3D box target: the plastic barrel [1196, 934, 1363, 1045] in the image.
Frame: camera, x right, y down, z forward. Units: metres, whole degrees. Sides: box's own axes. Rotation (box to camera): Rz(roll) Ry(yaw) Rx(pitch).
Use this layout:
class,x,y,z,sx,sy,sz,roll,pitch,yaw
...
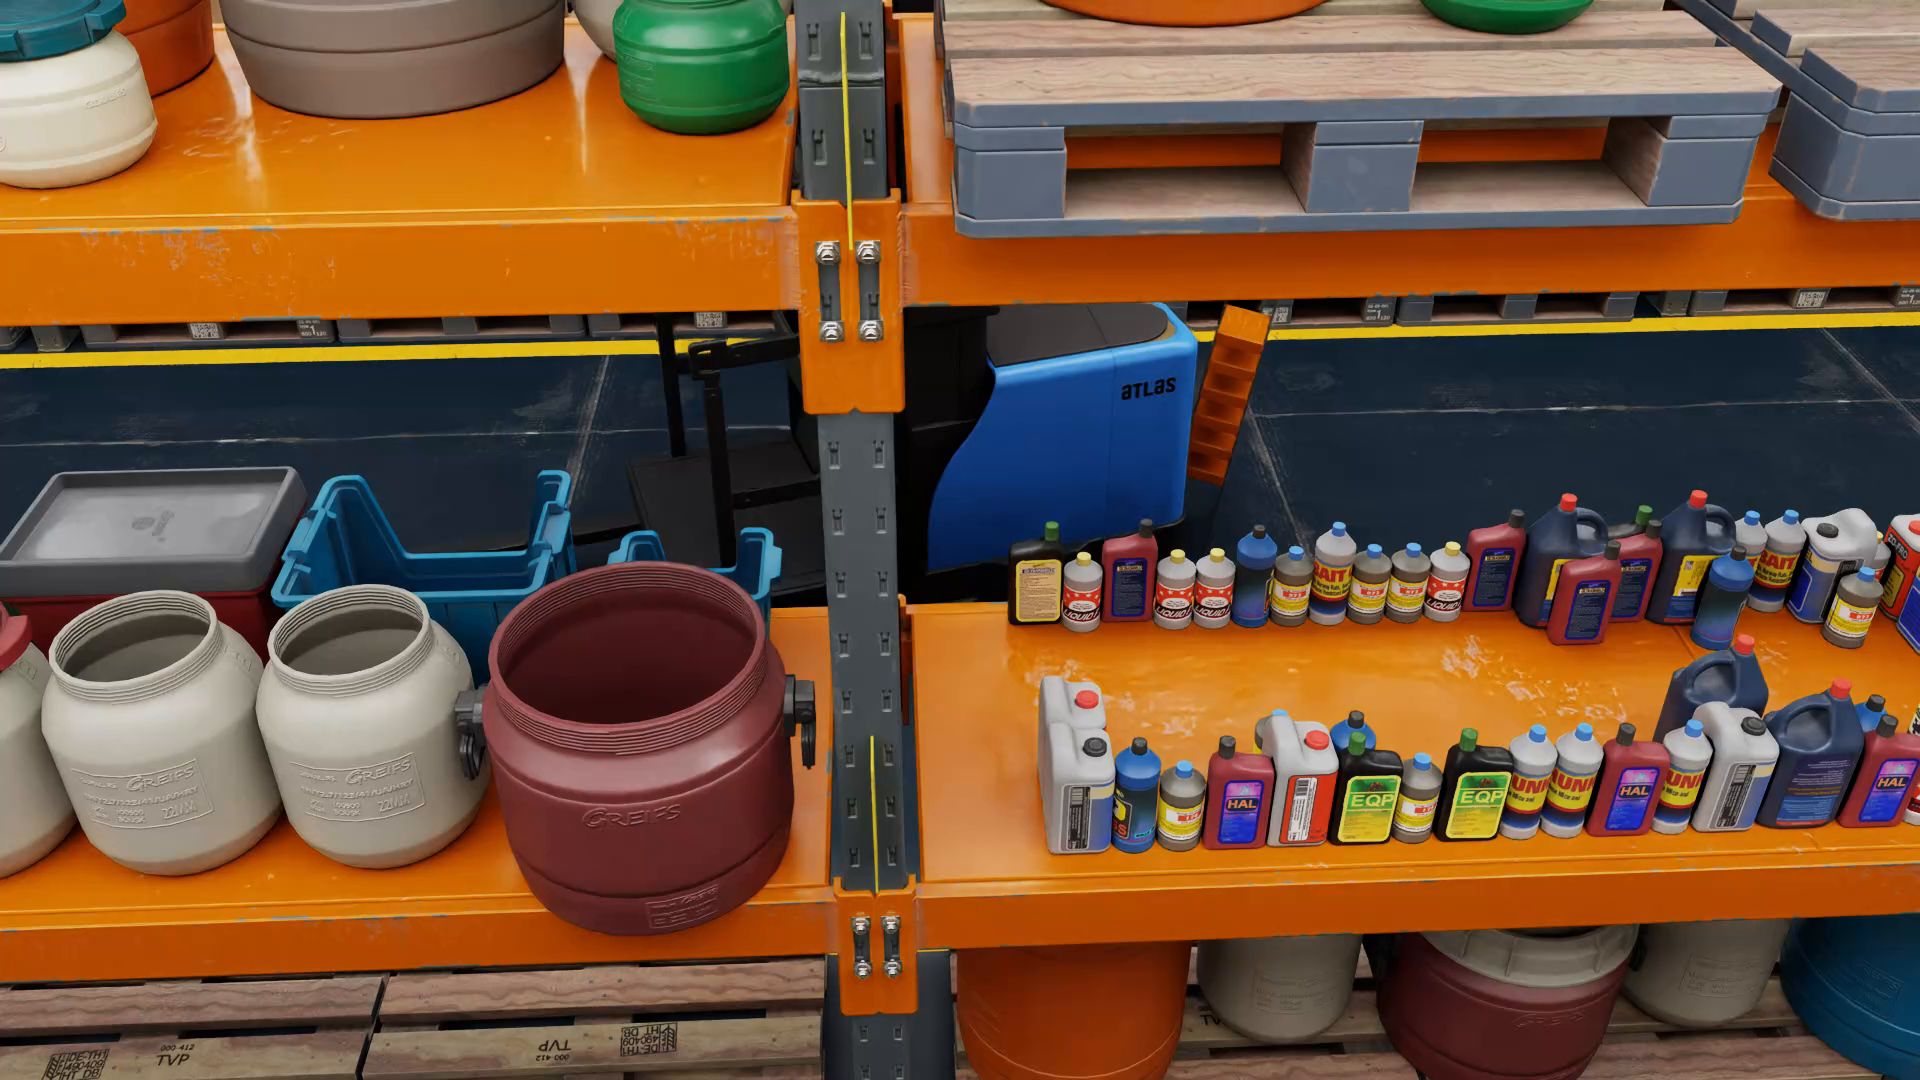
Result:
class,x,y,z,sx,sy,sz,roll,pitch,yaw
plastic barrel,0.850,1.047,4.418,0.421,0.512,0.421,0,35,0

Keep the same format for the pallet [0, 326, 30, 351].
class,x,y,z,sx,sy,sz,roll,pitch,yaw
pallet,-5.220,-1.278,8.411,1.213,0.211,1.003,-2,35,-2

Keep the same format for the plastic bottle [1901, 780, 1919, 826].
class,x,y,z,sx,sy,sz,roll,pitch,yaw
plastic bottle,2.070,0.506,3.557,0.097,0.201,0.097,0,35,0

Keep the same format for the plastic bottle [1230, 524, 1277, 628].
class,x,y,z,sx,sy,sz,roll,pitch,yaw
plastic bottle,0.727,0.081,4.110,0.097,0.271,0.097,0,35,0

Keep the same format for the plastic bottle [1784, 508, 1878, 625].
class,x,y,z,sx,sy,sz,roll,pitch,yaw
plastic bottle,2.161,0.056,4.142,0.135,0.276,0.152,-2,35,-2

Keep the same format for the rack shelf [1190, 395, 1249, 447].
class,x,y,z,sx,sy,sz,roll,pitch,yaw
rack shelf,1.009,-0.488,6.464,0.180,0.103,0.258,17,37,8

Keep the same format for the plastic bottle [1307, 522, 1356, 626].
class,x,y,z,sx,sy,sz,roll,pitch,yaw
plastic bottle,0.922,0.076,4.117,0.097,0.271,0.097,0,35,0

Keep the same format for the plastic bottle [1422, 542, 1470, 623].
class,x,y,z,sx,sy,sz,roll,pitch,yaw
plastic bottle,1.214,0.097,4.149,0.097,0.201,0.097,0,35,0

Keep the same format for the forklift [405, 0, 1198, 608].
class,x,y,z,sx,sy,sz,roll,pitch,yaw
forklift,-0.708,-1.030,5.662,3.031,2.935,1.130,-11,36,-15

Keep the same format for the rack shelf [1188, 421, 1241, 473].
class,x,y,z,sx,sy,sz,roll,pitch,yaw
rack shelf,0.991,-0.393,6.536,0.180,0.103,0.258,17,37,8

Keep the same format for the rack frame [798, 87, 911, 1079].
class,x,y,z,sx,sy,sz,roll,pitch,yaw
rack frame,-0.198,0.286,3.701,0.127,3.000,1.000,-2,35,-2

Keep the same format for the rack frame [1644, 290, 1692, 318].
class,x,y,z,sx,sy,sz,roll,pitch,yaw
rack frame,3.567,-2.638,7.925,0.127,3.000,1.000,-2,35,-2

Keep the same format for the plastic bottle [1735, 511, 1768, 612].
class,x,y,z,sx,sy,sz,roll,pitch,yaw
plastic bottle,1.947,0.048,4.157,0.097,0.271,0.097,0,35,0

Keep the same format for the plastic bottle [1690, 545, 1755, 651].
class,x,y,z,sx,sy,sz,roll,pitch,yaw
plastic bottle,1.856,0.133,4.035,0.097,0.271,0.097,0,35,0

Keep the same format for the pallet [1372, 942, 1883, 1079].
class,x,y,z,sx,sy,sz,roll,pitch,yaw
pallet,1.804,1.356,4.605,1.213,0.211,1.003,-2,35,-2

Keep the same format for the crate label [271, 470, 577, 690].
class,x,y,z,sx,sy,sz,roll,pitch,yaw
crate label,-1.203,0.144,3.874,0.616,0.435,0.502,-2,35,-2

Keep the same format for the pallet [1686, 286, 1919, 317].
class,x,y,z,sx,sy,sz,roll,pitch,yaw
pallet,4.253,-1.509,8.745,1.213,0.211,1.003,-2,35,-2

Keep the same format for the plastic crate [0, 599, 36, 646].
class,x,y,z,sx,sy,sz,roll,pitch,yaw
plastic crate,-2.467,0.273,3.905,0.662,0.188,0.450,-2,35,-2

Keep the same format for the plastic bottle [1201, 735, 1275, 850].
class,x,y,z,sx,sy,sz,roll,pitch,yaw
plastic bottle,0.580,0.523,3.461,0.133,0.283,0.061,-2,35,-2

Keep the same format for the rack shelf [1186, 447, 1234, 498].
class,x,y,z,sx,sy,sz,roll,pitch,yaw
rack shelf,0.974,-0.299,6.607,0.180,0.103,0.258,17,37,8

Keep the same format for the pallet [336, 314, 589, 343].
class,x,y,z,sx,sy,sz,roll,pitch,yaw
pallet,-2.468,-1.352,8.518,1.213,0.211,1.003,-2,35,-2

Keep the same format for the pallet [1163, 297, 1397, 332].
class,x,y,z,sx,sy,sz,roll,pitch,yaw
pallet,1.535,-1.413,8.606,1.213,0.211,1.003,-2,35,-2

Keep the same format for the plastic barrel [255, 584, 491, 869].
class,x,y,z,sx,sy,sz,roll,pitch,yaw
plastic barrel,-1.215,0.389,3.454,0.421,0.512,0.421,0,35,0

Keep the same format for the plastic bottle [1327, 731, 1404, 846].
class,x,y,z,sx,sy,sz,roll,pitch,yaw
plastic bottle,0.848,0.516,3.471,0.133,0.283,0.061,-2,35,-2

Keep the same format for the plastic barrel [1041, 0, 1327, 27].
class,x,y,z,sx,sy,sz,roll,pitch,yaw
plastic barrel,0.370,-1.310,2.625,0.708,0.830,0.600,-2,35,-2

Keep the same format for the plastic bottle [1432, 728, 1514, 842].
class,x,y,z,sx,sy,sz,roll,pitch,yaw
plastic bottle,1.079,0.510,3.480,0.133,0.283,0.061,-2,35,-2

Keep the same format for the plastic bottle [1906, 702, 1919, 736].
class,x,y,z,sx,sy,sz,roll,pitch,yaw
plastic bottle,2.160,0.388,3.666,0.097,0.271,0.097,0,35,0

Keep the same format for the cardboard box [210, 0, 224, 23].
class,x,y,z,sx,sy,sz,roll,pitch,yaw
cardboard box,-3.130,-2.489,7.623,0.500,0.500,0.500,1,35,1

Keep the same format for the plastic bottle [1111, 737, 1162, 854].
class,x,y,z,sx,sy,sz,roll,pitch,yaw
plastic bottle,0.367,0.523,3.471,0.097,0.271,0.097,0,35,0

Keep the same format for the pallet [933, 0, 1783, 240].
class,x,y,z,sx,sy,sz,roll,pitch,yaw
pallet,0.571,-0.835,2.851,1.213,0.211,1.003,-2,35,-2

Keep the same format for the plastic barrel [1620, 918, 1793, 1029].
class,x,y,z,sx,sy,sz,roll,pitch,yaw
plastic barrel,1.978,1.017,4.462,0.421,0.512,0.421,0,35,0

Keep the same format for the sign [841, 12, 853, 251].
class,x,y,z,sx,sy,sz,roll,pitch,yaw
sign,-0.164,-0.592,2.426,0.005,0.325,0.100,-2,35,-2

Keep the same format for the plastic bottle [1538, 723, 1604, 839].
class,x,y,z,sx,sy,sz,roll,pitch,yaw
plastic bottle,1.290,0.498,3.507,0.097,0.271,0.097,0,35,0

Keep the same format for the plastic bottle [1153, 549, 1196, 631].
class,x,y,z,sx,sy,sz,roll,pitch,yaw
plastic bottle,0.533,0.115,4.122,0.097,0.201,0.097,0,35,0

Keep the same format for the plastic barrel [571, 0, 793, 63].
class,x,y,z,sx,sy,sz,roll,pitch,yaw
plastic barrel,-0.522,-1.159,3.055,0.421,0.512,0.421,0,35,0

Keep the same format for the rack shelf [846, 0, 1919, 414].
class,x,y,z,sx,sy,sz,roll,pitch,yaw
rack shelf,1.800,-0.706,3.130,4.000,0.370,1.077,-2,35,-2

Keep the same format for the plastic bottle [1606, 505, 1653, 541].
class,x,y,z,sx,sy,sz,roll,pitch,yaw
plastic bottle,1.646,0.041,4.157,0.133,0.283,0.061,-2,35,-2

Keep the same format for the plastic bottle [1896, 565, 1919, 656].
class,x,y,z,sx,sy,sz,roll,pitch,yaw
plastic bottle,2.400,0.136,4.026,0.135,0.276,0.152,-2,35,-2

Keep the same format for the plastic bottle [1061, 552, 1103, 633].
class,x,y,z,sx,sy,sz,roll,pitch,yaw
plastic bottle,0.302,0.121,4.113,0.097,0.201,0.097,0,35,0

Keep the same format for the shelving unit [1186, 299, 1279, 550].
class,x,y,z,sx,sy,sz,roll,pitch,yaw
shelving unit,1.015,-0.523,6.437,0.189,1.200,0.258,17,37,8

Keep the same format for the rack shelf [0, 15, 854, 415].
class,x,y,z,sx,sy,sz,roll,pitch,yaw
rack shelf,-2.195,-0.598,2.974,4.000,0.370,1.077,-2,35,-2

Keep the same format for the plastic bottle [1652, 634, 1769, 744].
class,x,y,z,sx,sy,sz,roll,pitch,yaw
plastic bottle,1.653,0.356,3.643,0.185,0.351,0.144,-2,35,-2

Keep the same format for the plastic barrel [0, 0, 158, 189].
class,x,y,z,sx,sy,sz,roll,pitch,yaw
plastic barrel,-1.457,-0.724,2.646,0.301,0.262,0.301,0,35,0

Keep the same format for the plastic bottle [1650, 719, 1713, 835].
class,x,y,z,sx,sy,sz,roll,pitch,yaw
plastic bottle,1.521,0.492,3.516,0.097,0.271,0.097,0,35,0

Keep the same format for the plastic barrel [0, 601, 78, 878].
class,x,y,z,sx,sy,sz,roll,pitch,yaw
plastic barrel,-2.062,0.405,3.409,0.433,0.535,0.433,0,35,0

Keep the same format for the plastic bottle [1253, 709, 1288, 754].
class,x,y,z,sx,sy,sz,roll,pitch,yaw
plastic bottle,0.688,0.457,3.629,0.097,0.201,0.097,0,35,0

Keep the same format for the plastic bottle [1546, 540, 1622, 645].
class,x,y,z,sx,sy,sz,roll,pitch,yaw
plastic bottle,1.519,0.127,4.034,0.133,0.283,0.061,-2,35,-2

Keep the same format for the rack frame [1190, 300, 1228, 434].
class,x,y,z,sx,sy,sz,roll,pitch,yaw
rack frame,0.928,-0.549,6.451,0.006,1.200,0.240,17,37,8

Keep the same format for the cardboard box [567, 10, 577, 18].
class,x,y,z,sx,sy,sz,roll,pitch,yaw
cardboard box,-1.699,-2.360,7.745,0.250,0.149,0.380,1,35,1

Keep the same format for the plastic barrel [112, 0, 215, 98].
class,x,y,z,sx,sy,sz,roll,pitch,yaw
plastic barrel,-1.681,-1.208,2.846,0.708,0.830,0.600,-2,35,-2

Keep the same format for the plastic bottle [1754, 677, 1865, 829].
class,x,y,z,sx,sy,sz,roll,pitch,yaw
plastic bottle,1.795,0.439,3.523,0.185,0.351,0.144,-2,35,-2

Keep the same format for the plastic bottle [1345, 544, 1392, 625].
class,x,y,z,sx,sy,sz,roll,pitch,yaw
plastic bottle,1.019,0.102,4.141,0.097,0.201,0.097,0,35,0

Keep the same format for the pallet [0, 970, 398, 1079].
class,x,y,z,sx,sy,sz,roll,pitch,yaw
pallet,-2.189,1.462,4.451,1.213,0.211,1.003,-2,35,-2
